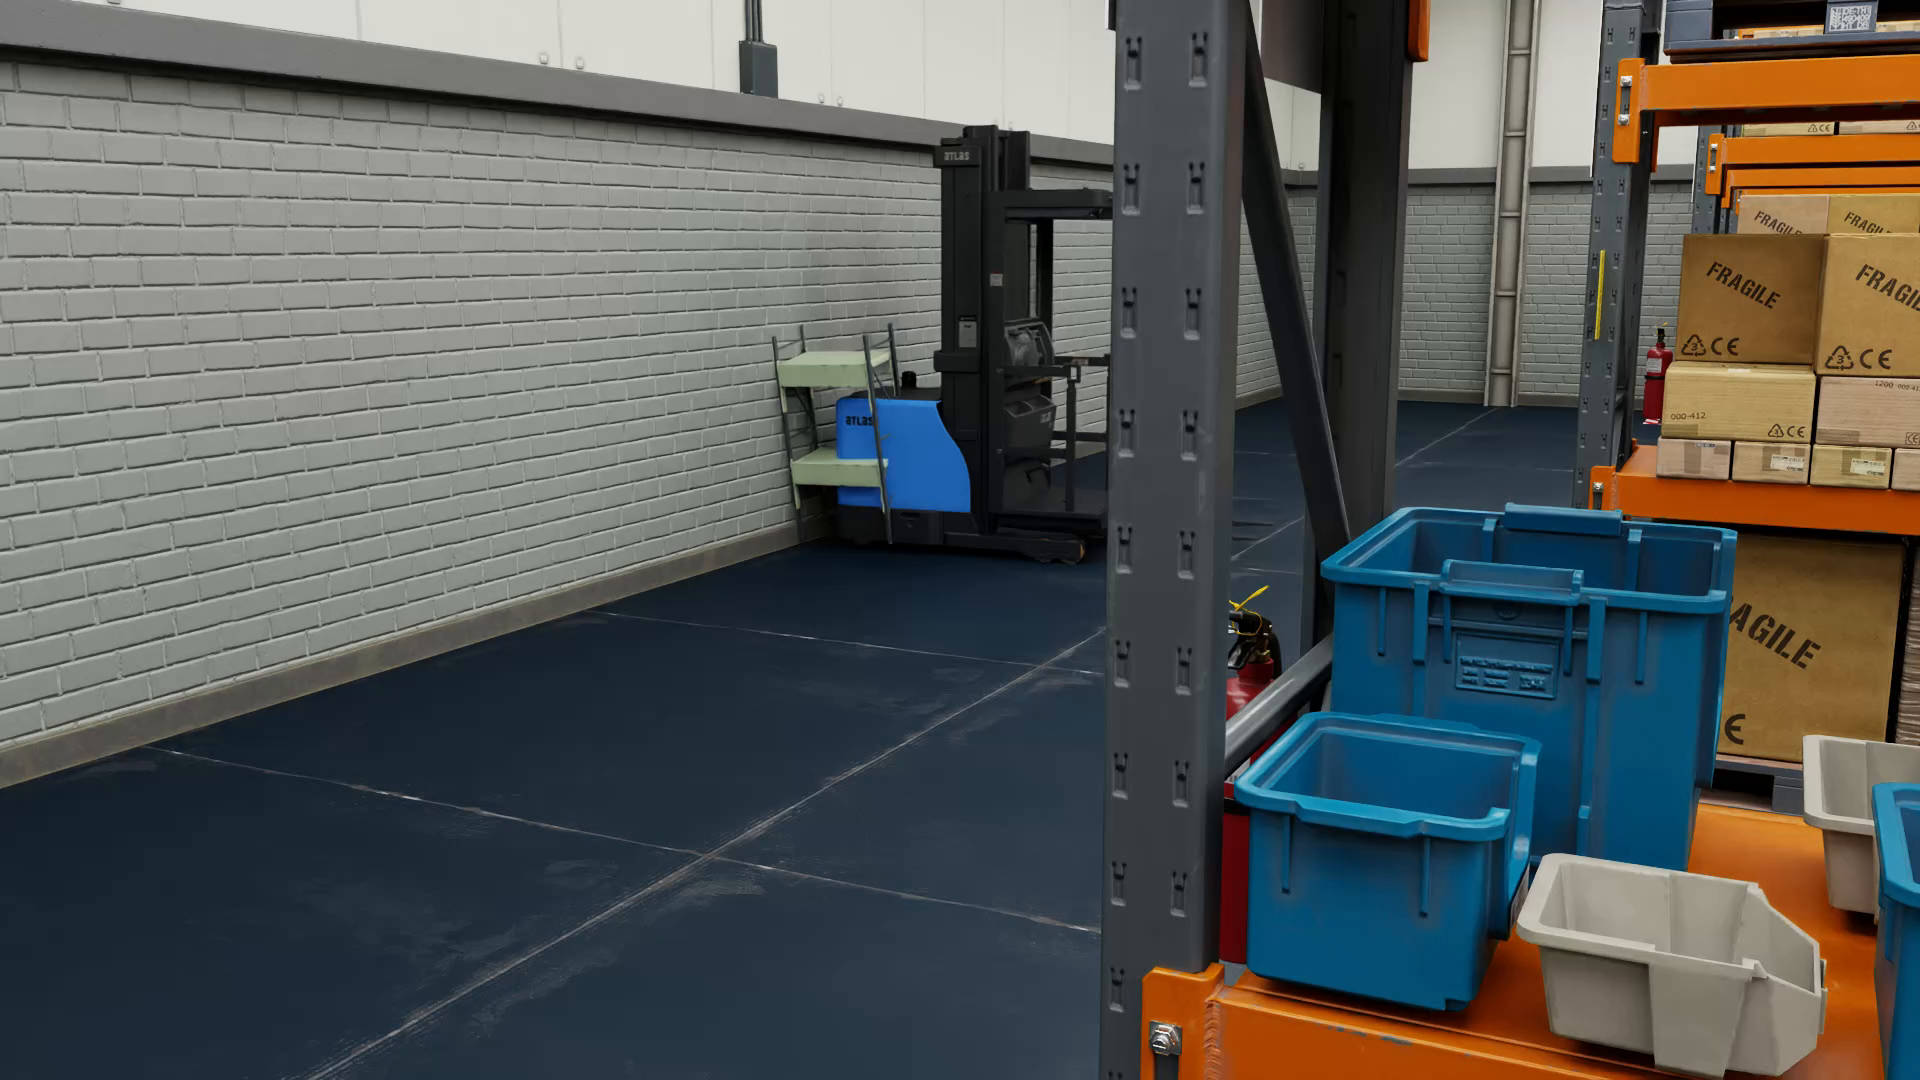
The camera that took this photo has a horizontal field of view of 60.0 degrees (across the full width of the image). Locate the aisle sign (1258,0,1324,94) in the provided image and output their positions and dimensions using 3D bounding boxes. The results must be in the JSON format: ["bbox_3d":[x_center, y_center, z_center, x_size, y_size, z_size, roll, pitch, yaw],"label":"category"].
[{"bbox_3d":[0.509,-1.076,2.455,0.004,0.787,0.394,5,11,26],"label":"aisle sign"}]

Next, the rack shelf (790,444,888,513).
[{"bbox_3d":[-0.783,-0.448,11.912,0.720,0.370,0.431,3,20,26],"label":"rack shelf"}]

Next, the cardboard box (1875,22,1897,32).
[{"bbox_3d":[5.542,-3.046,10.115,0.250,0.149,0.380,5,11,26],"label":"cardboard box"}]

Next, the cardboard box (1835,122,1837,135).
[{"bbox_3d":[5.446,-2.728,10.881,0.500,0.250,0.500,5,11,25],"label":"cardboard box"}]

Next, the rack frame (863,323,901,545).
[{"bbox_3d":[-0.488,-0.739,11.651,0.023,1.500,0.400,3,20,26],"label":"rack frame"}]

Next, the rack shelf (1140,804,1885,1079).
[{"bbox_3d":[2.238,0.767,1.589,4.000,0.370,1.077,5,11,26],"label":"rack shelf"}]

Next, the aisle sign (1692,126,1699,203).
[{"bbox_3d":[4.723,-2.557,10.635,0.004,0.787,0.394,5,11,26],"label":"aisle sign"}]

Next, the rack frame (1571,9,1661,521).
[{"bbox_3d":[2.636,-0.536,6.767,0.127,3.000,1.000,5,11,26],"label":"rack frame"}]

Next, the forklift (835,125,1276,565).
[{"bbox_3d":[0.675,-1.381,11.633,3.031,2.935,1.130,4,11,20],"label":"forklift"}]

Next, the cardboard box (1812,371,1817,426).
[{"bbox_3d":[3.642,-0.572,6.556,0.500,0.250,0.500,5,11,25],"label":"cardboard box"}]

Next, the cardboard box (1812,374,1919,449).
[{"bbox_3d":[3.416,-0.487,6.086,0.500,0.250,0.500,5,11,25],"label":"cardboard box"}]

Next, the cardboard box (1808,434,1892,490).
[{"bbox_3d":[3.268,-0.291,6.122,0.250,0.149,0.380,5,11,24],"label":"cardboard box"}]

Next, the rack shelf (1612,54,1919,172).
[{"bbox_3d":[4.429,-1.500,5.693,4.000,0.370,1.077,5,11,26],"label":"rack shelf"}]

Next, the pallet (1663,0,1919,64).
[{"bbox_3d":[3.305,-1.911,6.194,1.213,0.211,1.003,5,11,26],"label":"pallet"}]

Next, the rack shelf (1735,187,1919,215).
[{"bbox_3d":[11.007,-3.876,18.820,4.000,0.370,1.077,5,11,26],"label":"rack shelf"}]

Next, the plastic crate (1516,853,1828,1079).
[{"bbox_3d":[0.771,0.466,1.804,0.298,0.136,0.250,5,11,26],"label":"plastic crate"}]

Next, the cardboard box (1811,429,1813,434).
[{"bbox_3d":[3.560,-0.396,6.702,0.250,0.149,0.380,5,11,26],"label":"cardboard box"}]

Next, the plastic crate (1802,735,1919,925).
[{"bbox_3d":[1.255,0.391,2.219,0.243,0.136,0.396,5,11,26],"label":"plastic crate"}]

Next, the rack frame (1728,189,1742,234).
[{"bbox_3d":[9.213,-2.911,19.894,0.127,3.000,1.000,5,11,26],"label":"rack frame"}]

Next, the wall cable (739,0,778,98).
[{"bbox_3d":[-0.910,-6.067,11.450,0.120,5.999,2.277,5,11,26],"label":"wall cable"}]

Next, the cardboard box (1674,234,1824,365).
[{"bbox_3d":[3.189,-0.981,6.707,0.500,0.500,0.500,5,11,27],"label":"cardboard box"}]

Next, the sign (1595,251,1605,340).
[{"bbox_3d":[2.385,-0.912,6.196,0.005,0.325,0.100,5,11,26],"label":"sign"}]

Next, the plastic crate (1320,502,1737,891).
[{"bbox_3d":[0.827,0.205,2.407,0.499,0.435,0.616,5,11,26],"label":"plastic crate"}]

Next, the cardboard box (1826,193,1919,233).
[{"bbox_3d":[5.661,-1.891,10.332,0.500,0.500,0.500,5,12,27],"label":"cardboard box"}]

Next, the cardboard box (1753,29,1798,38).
[{"bbox_3d":[5.111,-3.102,10.424,0.250,0.149,0.380,5,11,25],"label":"cardboard box"}]

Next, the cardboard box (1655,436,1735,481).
[{"bbox_3d":[2.808,-0.331,6.344,0.250,0.149,0.380,5,11,26],"label":"cardboard box"}]

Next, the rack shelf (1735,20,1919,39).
[{"bbox_3d":[8.814,-4.362,14.207,4.000,0.370,1.077,5,11,26],"label":"rack shelf"}]

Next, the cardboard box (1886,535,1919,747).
[{"bbox_3d":[4.061,0.413,6.314,0.875,0.875,0.875,5,11,26],"label":"cardboard box"}]

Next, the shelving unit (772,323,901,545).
[{"bbox_3d":[-0.817,-0.756,11.811,0.755,1.500,0.431,3,20,26],"label":"shelving unit"}]

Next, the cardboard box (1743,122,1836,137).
[{"bbox_3d":[5.210,-2.646,10.425,0.500,0.250,0.500,5,12,28],"label":"cardboard box"}]

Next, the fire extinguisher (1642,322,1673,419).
[{"bbox_3d":[4.899,-1.192,11.657,0.183,0.674,0.296,5,11,26],"label":"fire extinguisher"}]

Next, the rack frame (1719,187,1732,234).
[{"bbox_3d":[7.020,-2.118,15.512,0.127,3.000,1.000,5,11,26],"label":"rack frame"}]

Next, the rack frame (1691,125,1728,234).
[{"bbox_3d":[4.921,-1.320,11.100,0.127,3.000,1.000,5,11,26],"label":"rack frame"}]
